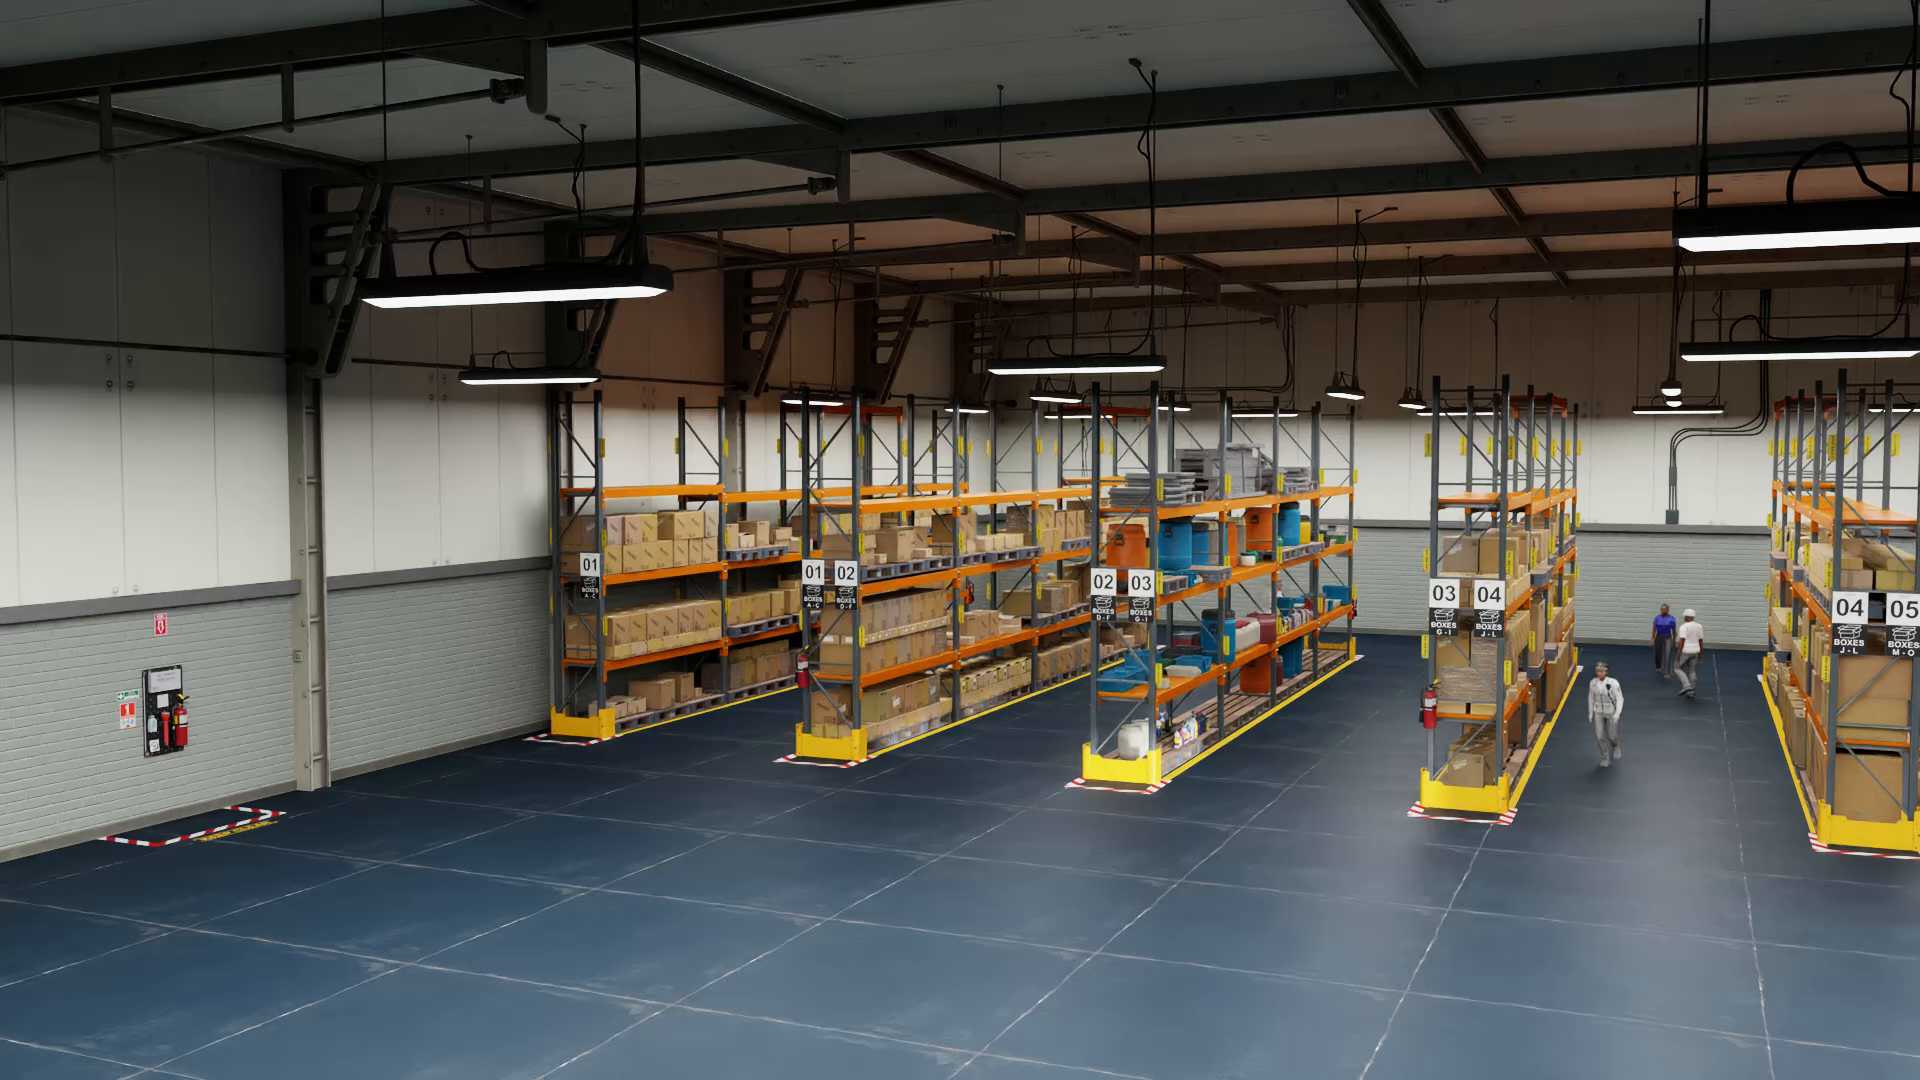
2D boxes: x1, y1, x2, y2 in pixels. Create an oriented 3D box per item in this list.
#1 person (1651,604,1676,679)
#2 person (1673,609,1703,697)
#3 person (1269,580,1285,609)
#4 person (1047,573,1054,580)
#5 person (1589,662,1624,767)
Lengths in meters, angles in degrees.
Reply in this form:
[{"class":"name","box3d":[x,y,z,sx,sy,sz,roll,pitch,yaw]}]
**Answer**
[{"class":"person","box3d":[15.320,2.182,36.197,0.503,1.595,1.011,1,3,23]},{"class":"person","box3d":[14.694,2.271,33.470,0.616,1.766,0.467,-1,3,-18]},{"class":"person","box3d":[7.794,1.845,41.190,0.658,1.738,0.586,2,4,35]},{"class":"person","box3d":[2.289,1.726,43.181,0.920,1.755,0.617,1,3,22]},{"class":"person","box3d":[10.232,2.733,26.305,0.548,1.648,0.607,2,4,37]}]
